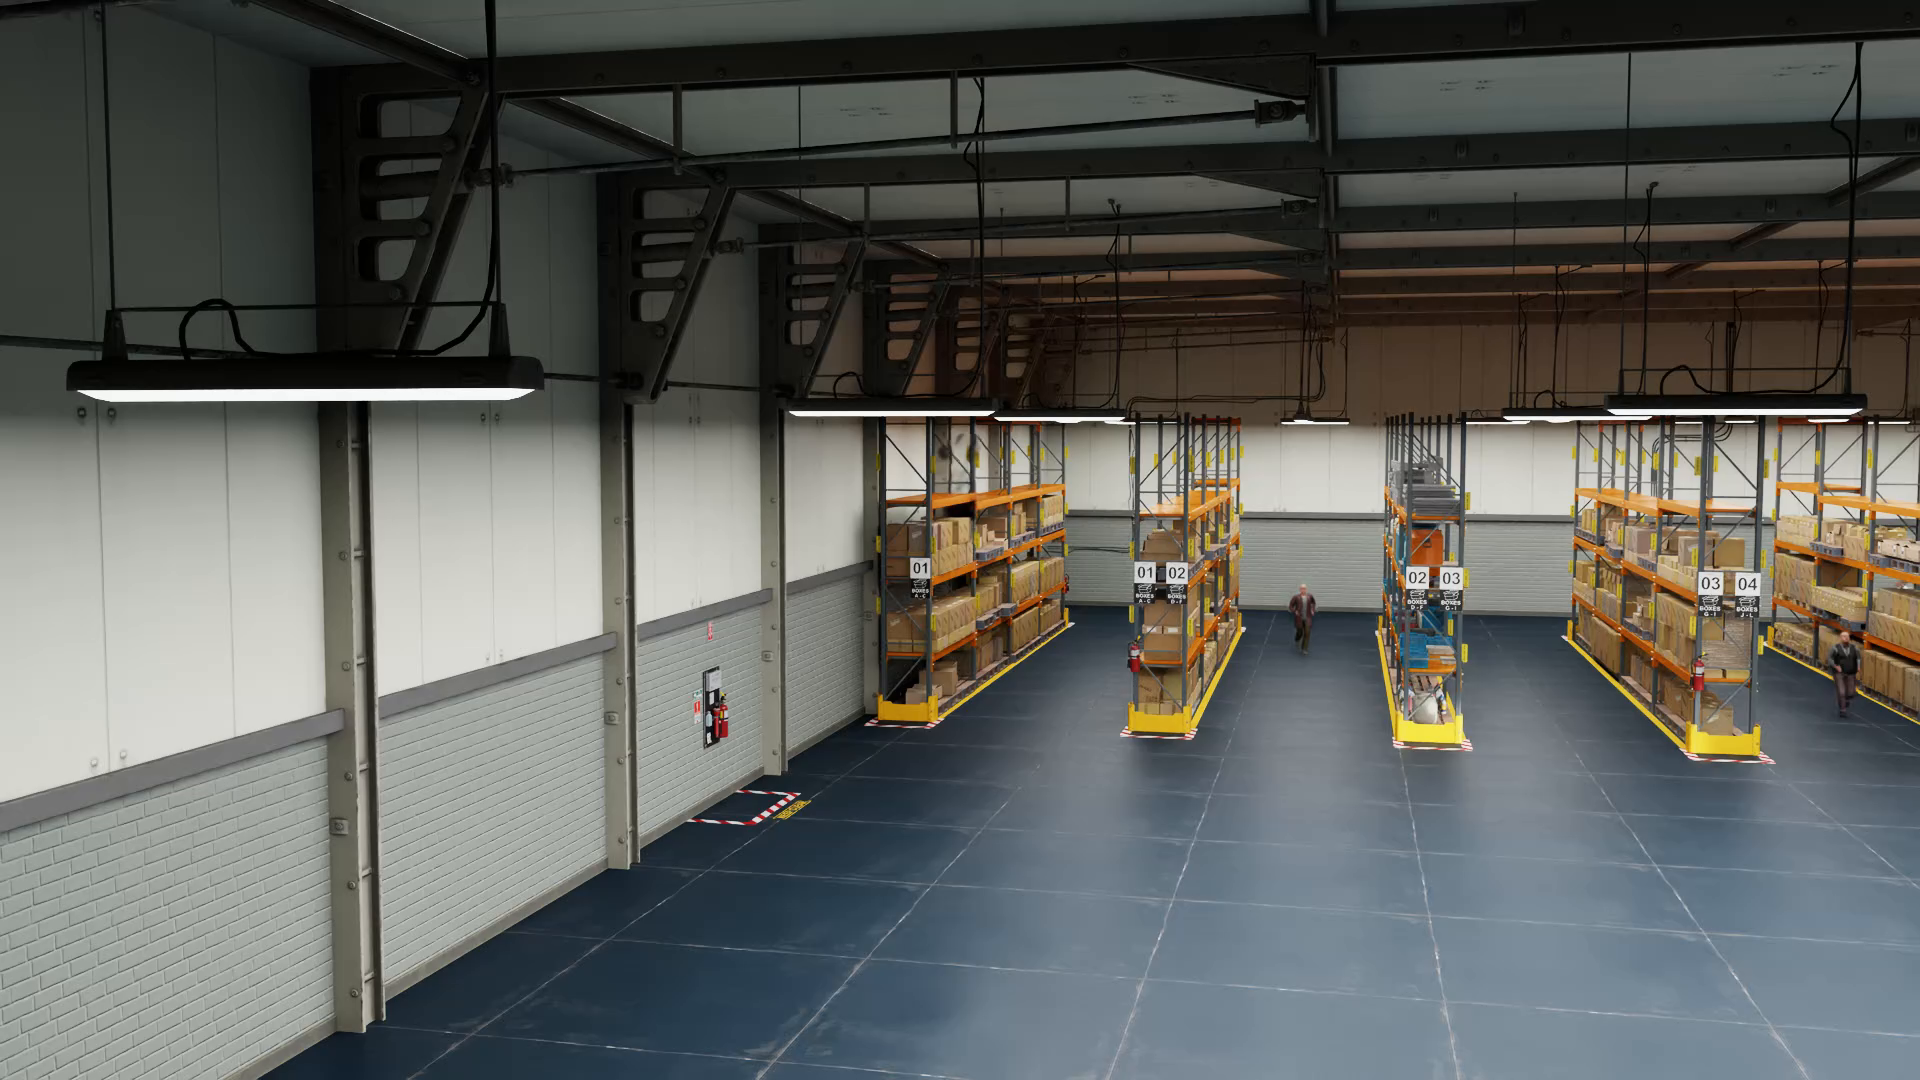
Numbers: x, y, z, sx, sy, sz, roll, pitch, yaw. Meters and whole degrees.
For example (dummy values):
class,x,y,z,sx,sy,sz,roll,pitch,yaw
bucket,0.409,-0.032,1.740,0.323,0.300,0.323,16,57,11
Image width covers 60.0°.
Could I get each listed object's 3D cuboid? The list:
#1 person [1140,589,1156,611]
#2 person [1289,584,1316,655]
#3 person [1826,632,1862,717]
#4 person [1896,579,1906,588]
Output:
class,x,y,z,sx,sy,sz,roll,pitch,yaw
person,5.084,1.900,44.079,0.686,1.703,0.752,1,4,18
person,8.696,2.001,42.151,0.712,1.764,0.918,0,4,0
person,17.548,2.661,32.995,0.661,1.682,0.584,1,4,15
person,25.099,1.856,44.229,0.932,1.793,0.672,1,4,21
